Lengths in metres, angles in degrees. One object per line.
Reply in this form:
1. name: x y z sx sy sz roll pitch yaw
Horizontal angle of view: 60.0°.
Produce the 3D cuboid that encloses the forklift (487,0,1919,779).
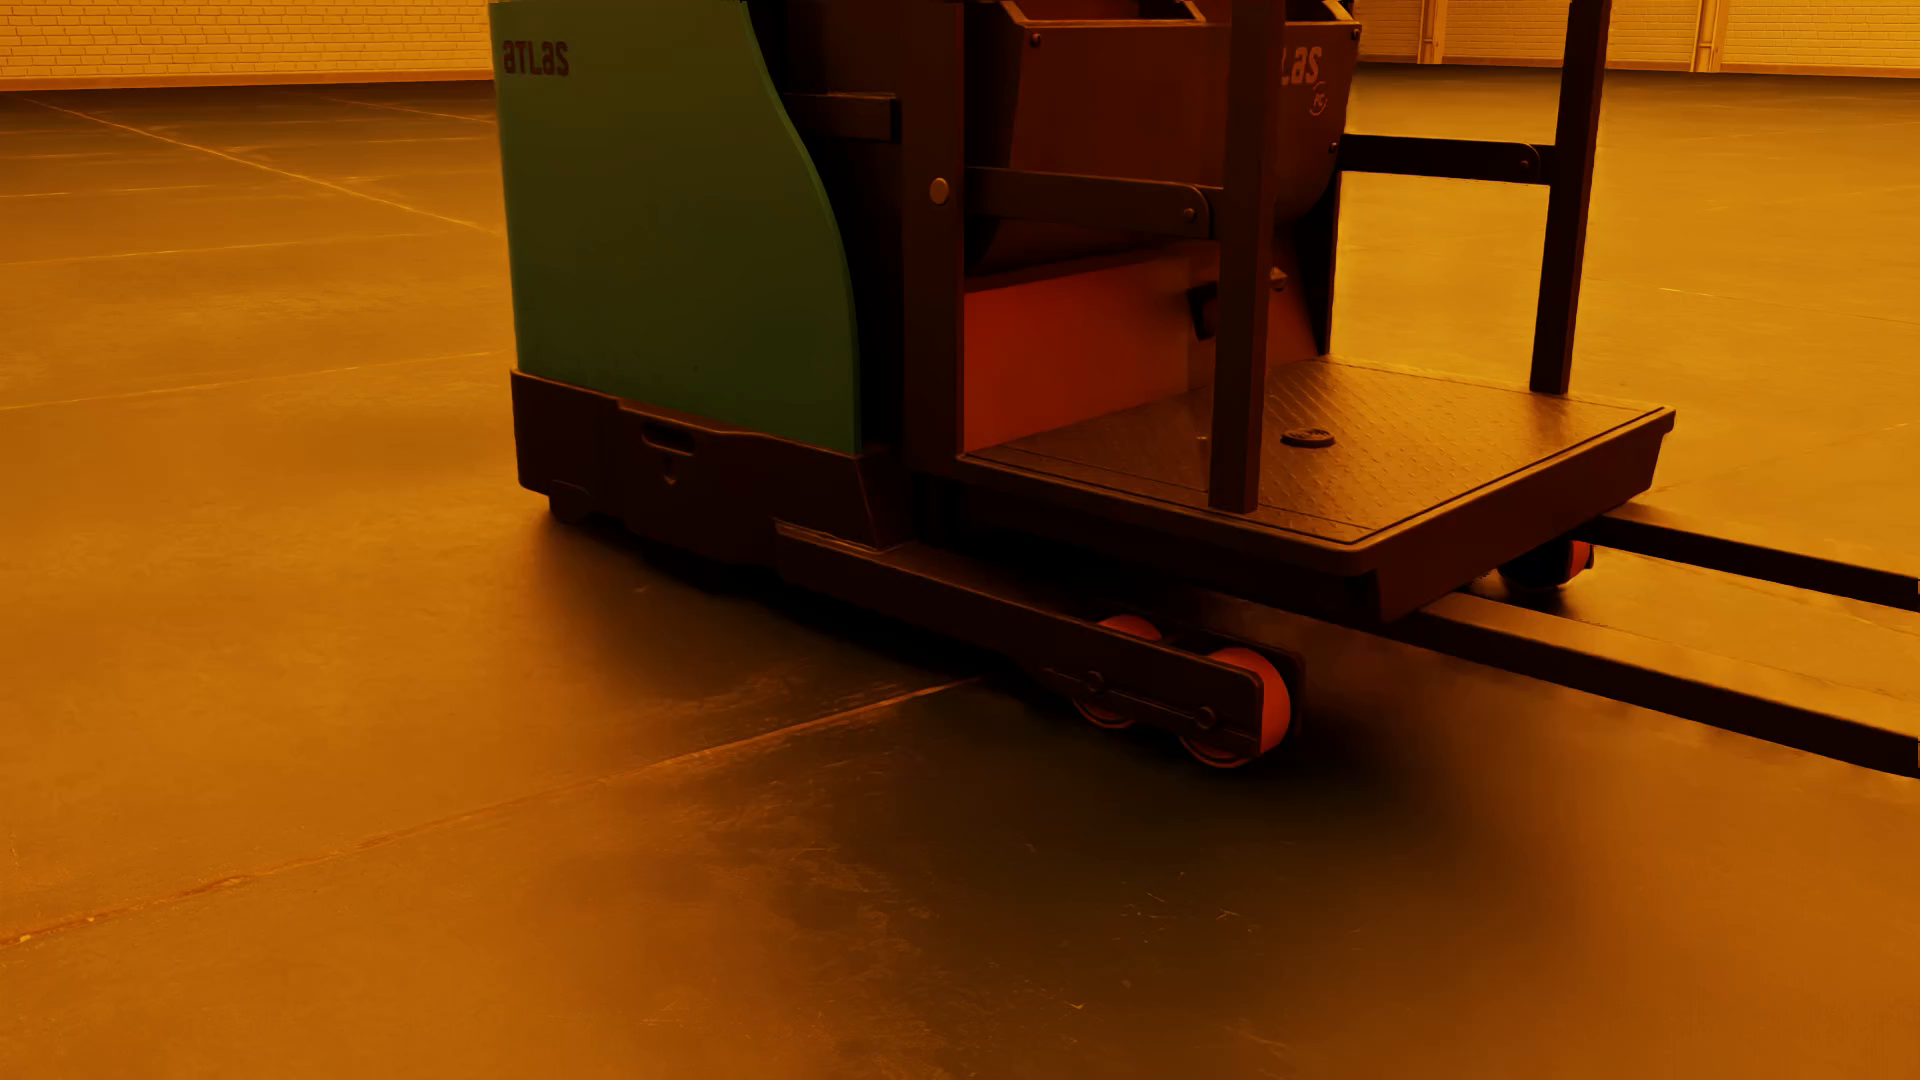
1. forklift: 0.508 -1.259 2.425 3.031 2.935 1.130 16 23 40
